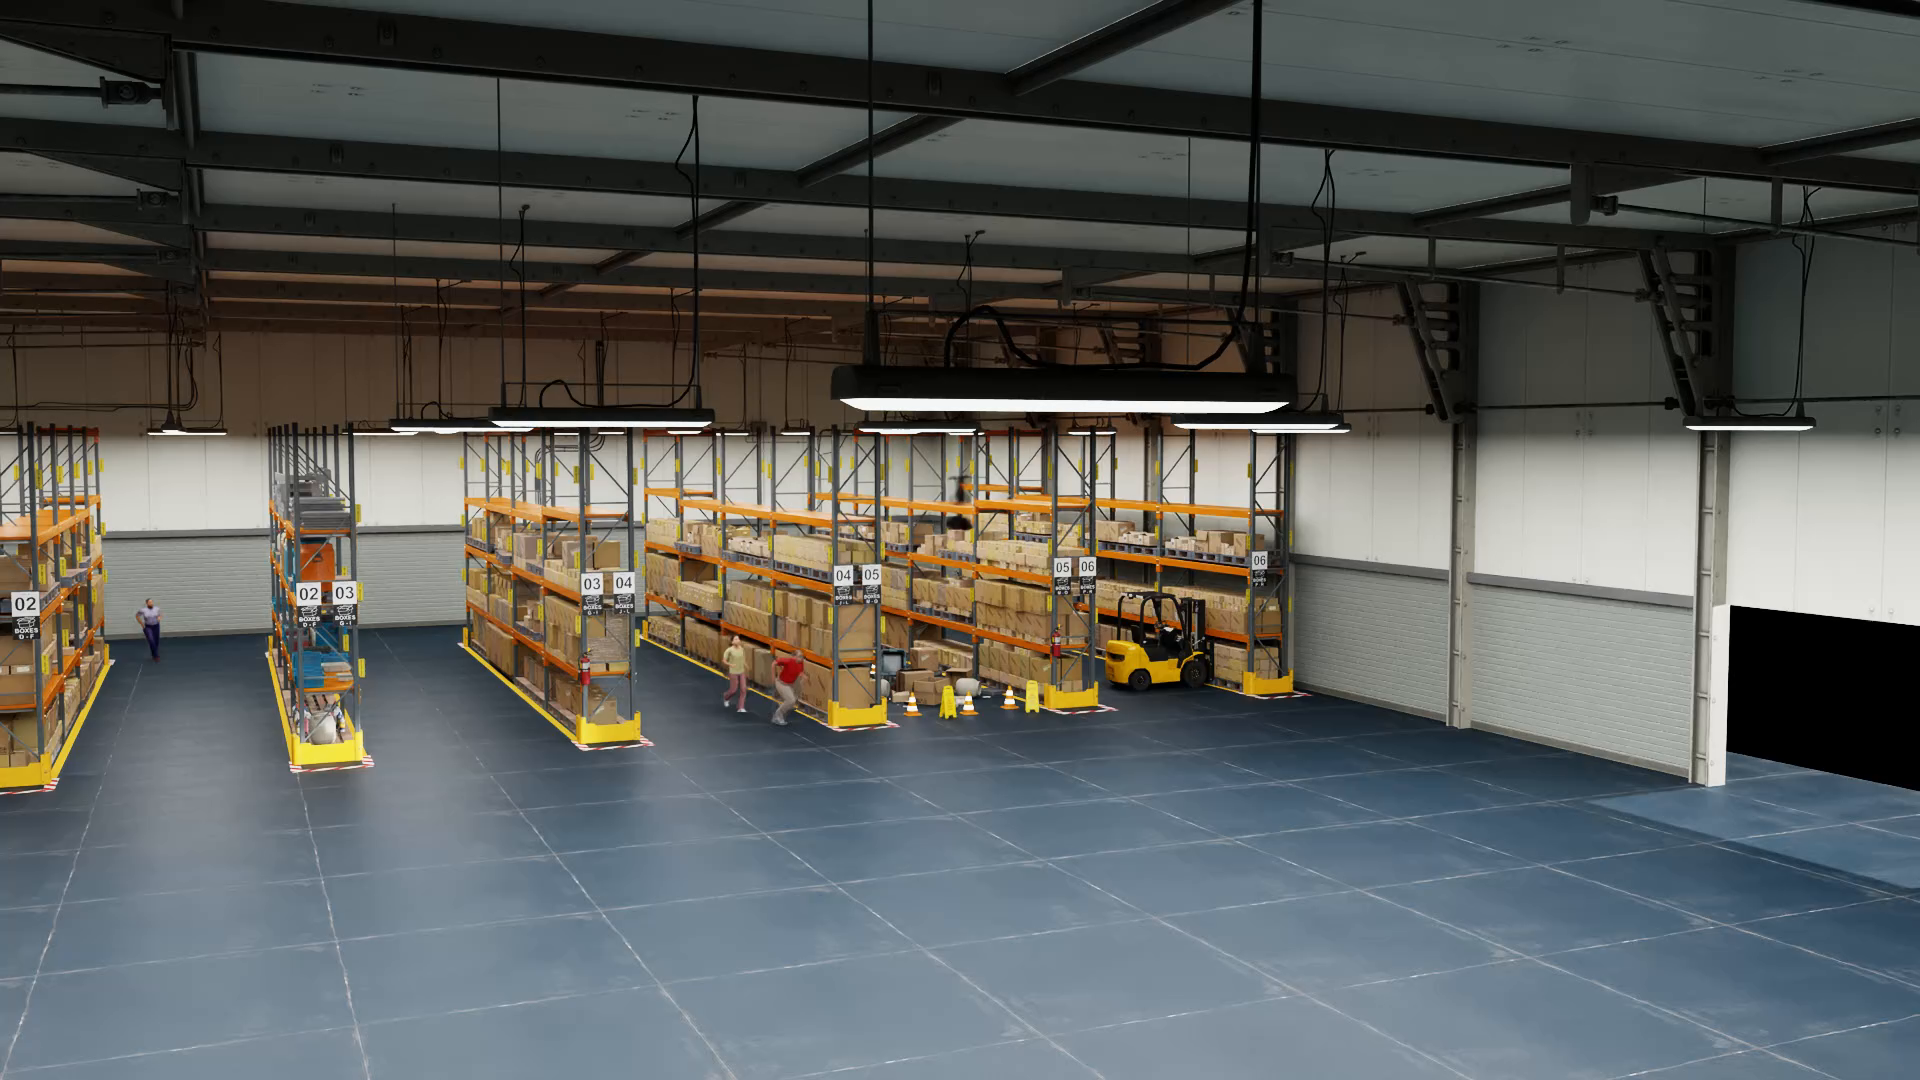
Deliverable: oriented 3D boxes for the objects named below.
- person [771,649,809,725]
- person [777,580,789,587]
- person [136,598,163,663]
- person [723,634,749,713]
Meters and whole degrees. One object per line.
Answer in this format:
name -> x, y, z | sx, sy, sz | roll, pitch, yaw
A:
person -> -3.412, 2.925, 32.960 | 0.921, 1.549, 0.697 | 3, 4, 36
person -> -5.622, 1.761, 50.689 | 0.744, 1.787, 0.734 | -1, 4, -20
person -> -20.780, 2.313, 42.700 | 0.774, 1.654, 0.606 | 3, 4, 39
person -> -4.682, 2.782, 34.769 | 0.588, 1.628, 0.758 | -3, 4, -37
